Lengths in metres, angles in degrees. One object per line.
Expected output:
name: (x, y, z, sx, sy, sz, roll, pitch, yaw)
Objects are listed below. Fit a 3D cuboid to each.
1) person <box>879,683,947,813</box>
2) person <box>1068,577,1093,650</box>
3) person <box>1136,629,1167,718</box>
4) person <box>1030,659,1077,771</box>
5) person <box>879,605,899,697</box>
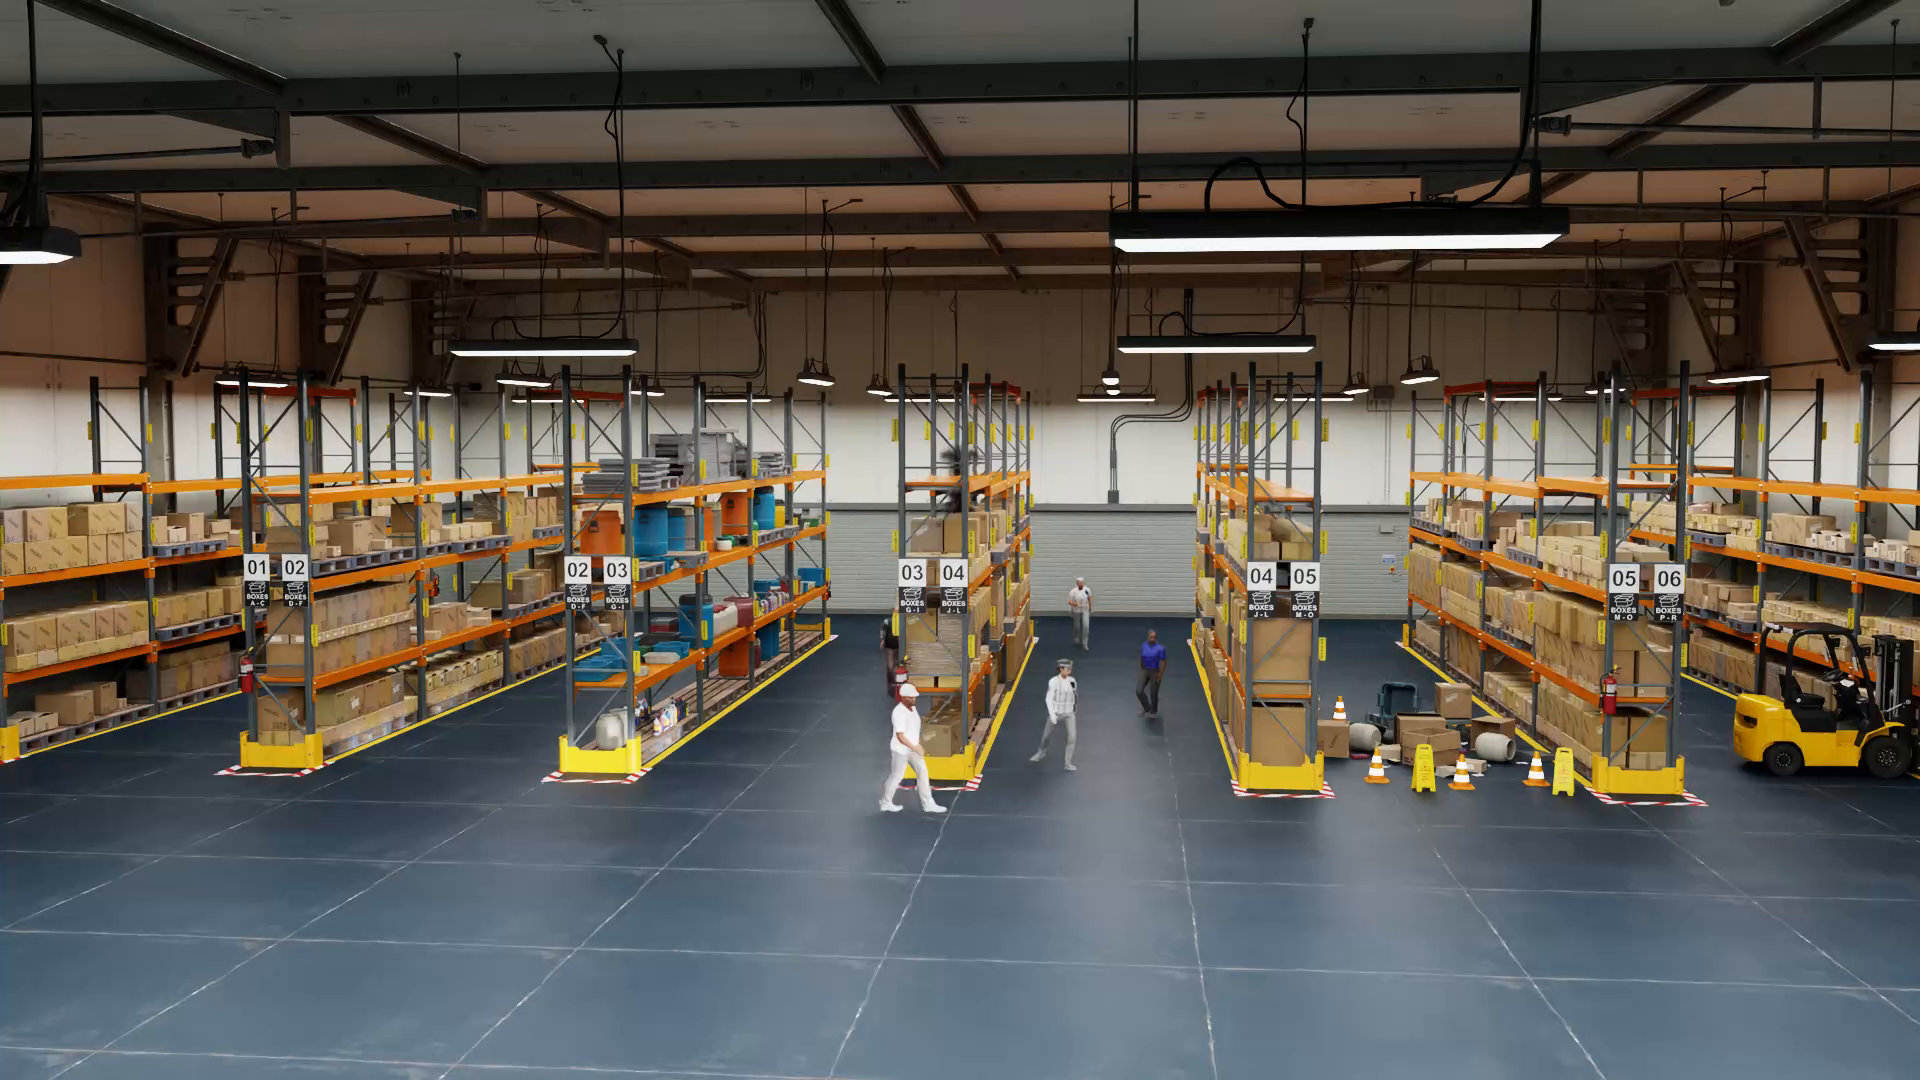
person: (-0.666, 2.710, 21.621, 0.878, 1.720, 0.663, 1, 4, 21)
person: (2.812, 1.701, 38.837, 0.596, 1.689, 0.894, 0, 4, -3)
person: (3.342, 2.335, 28.950, 0.573, 1.608, 0.704, 1, 4, 22)
person: (1.426, 2.582, 24.829, 0.651, 1.626, 0.794, -1, 4, -12)
person: (-1.222, 2.117, 31.676, 0.639, 1.745, 0.724, 0, 4, -2)
